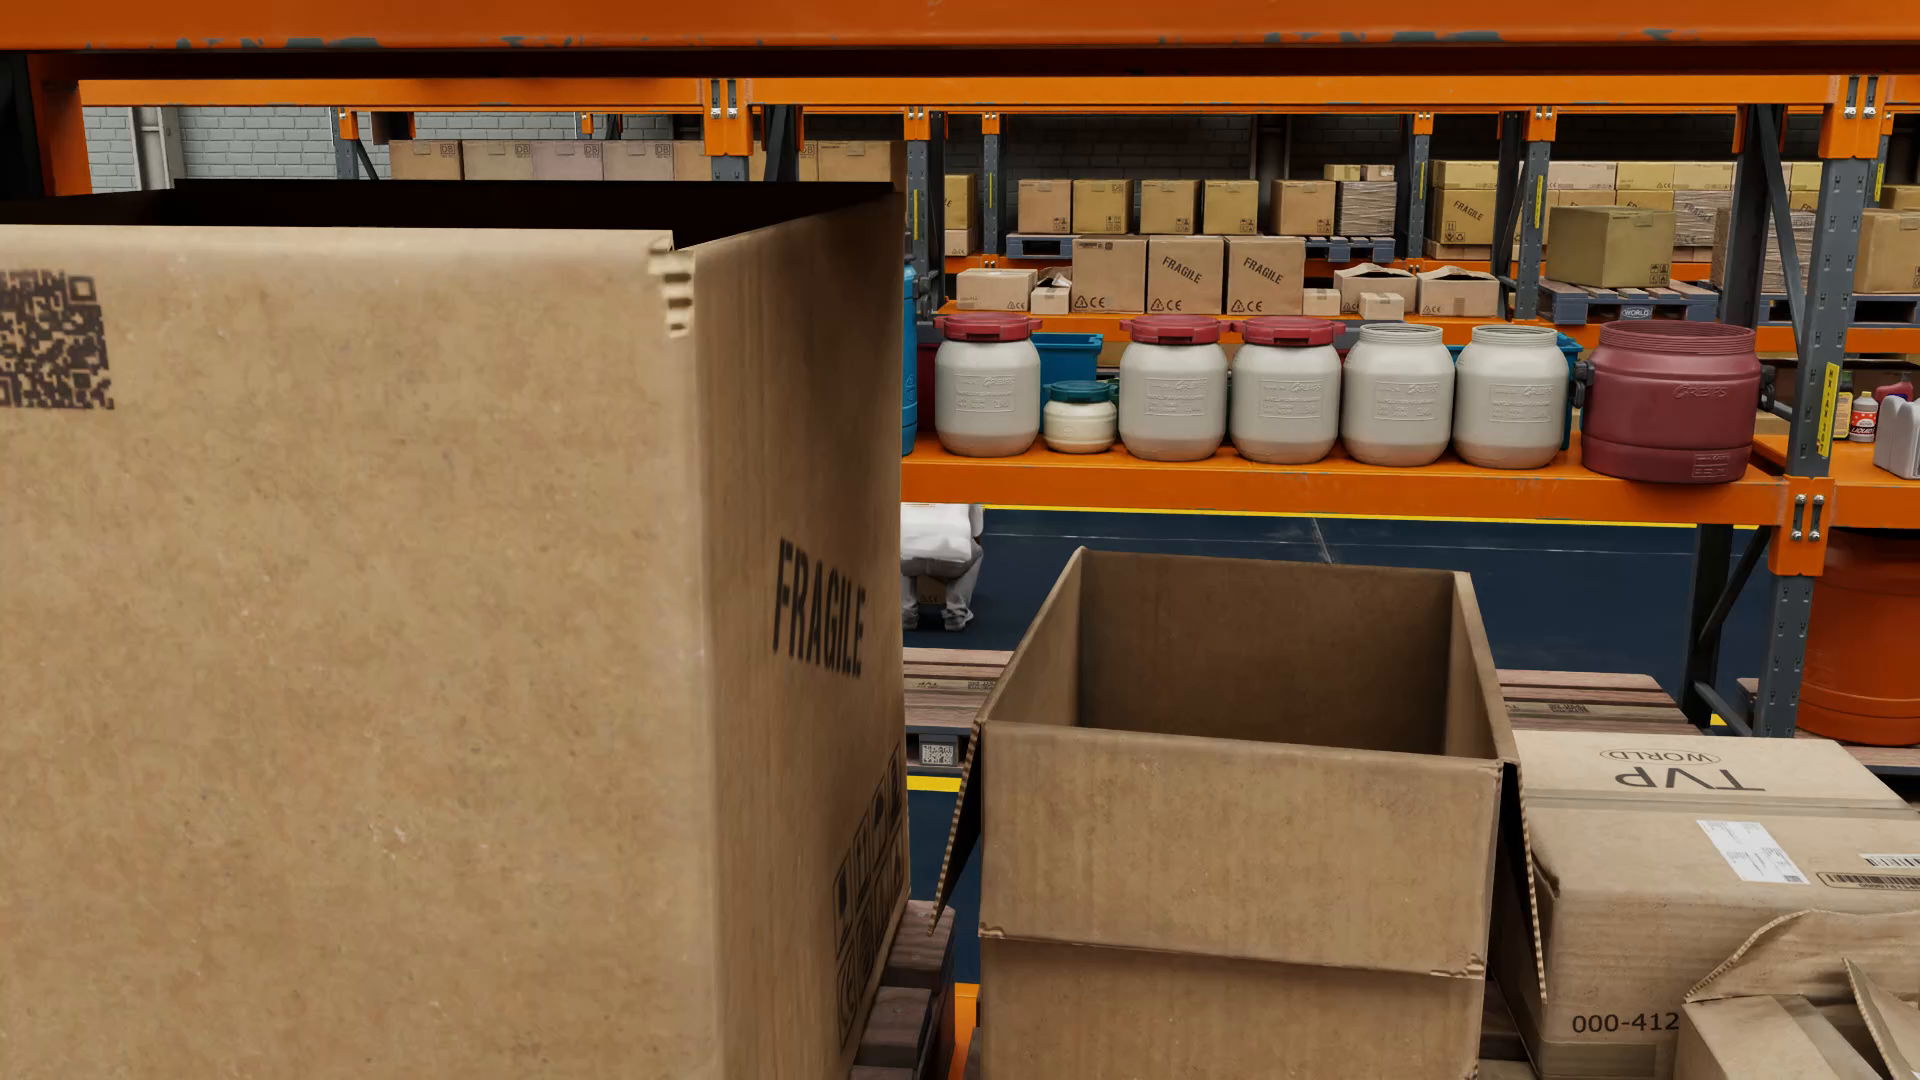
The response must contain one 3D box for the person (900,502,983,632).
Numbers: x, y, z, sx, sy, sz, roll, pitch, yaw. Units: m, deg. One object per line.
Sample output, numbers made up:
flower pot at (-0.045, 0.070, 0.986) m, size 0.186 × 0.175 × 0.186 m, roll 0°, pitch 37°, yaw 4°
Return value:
person at (-0.167, -0.022, 8.840) m, size 0.566 × 0.894 × 0.896 m, roll 2°, pitch 14°, yaw 6°
